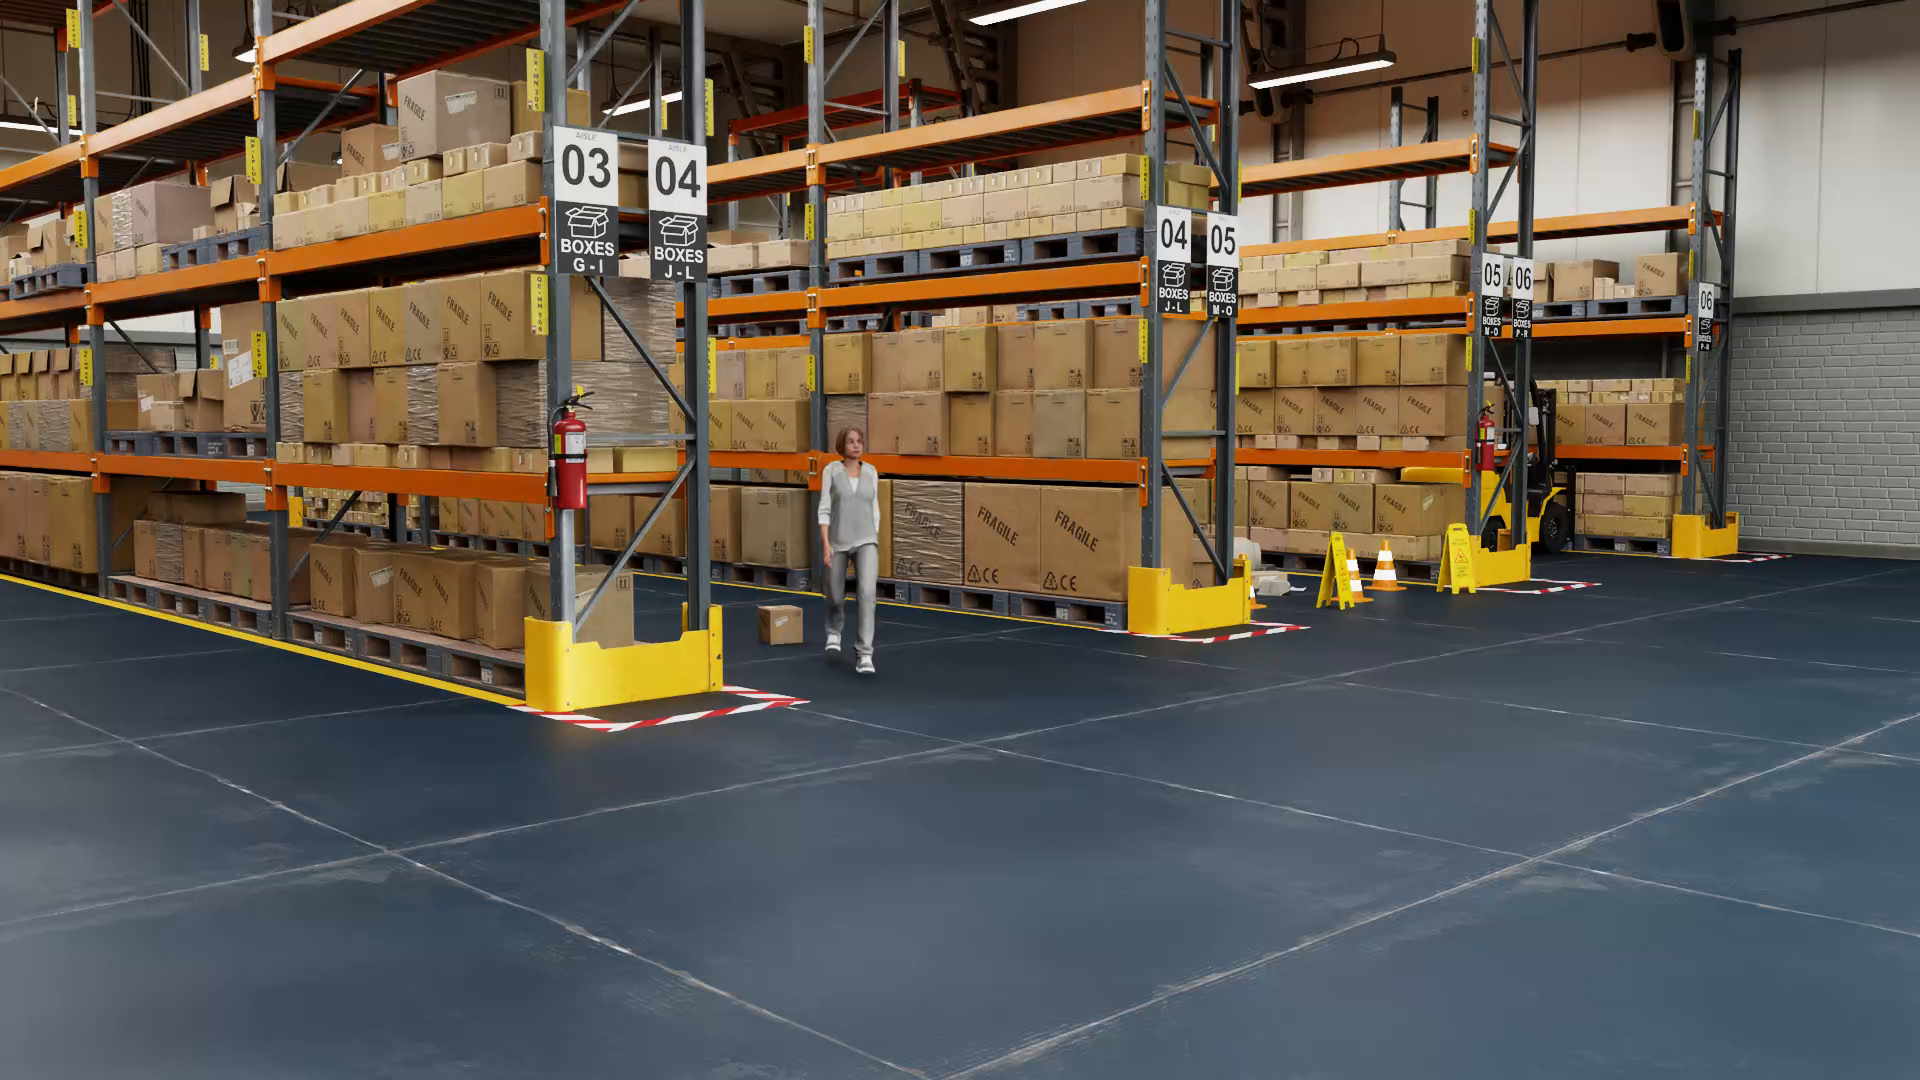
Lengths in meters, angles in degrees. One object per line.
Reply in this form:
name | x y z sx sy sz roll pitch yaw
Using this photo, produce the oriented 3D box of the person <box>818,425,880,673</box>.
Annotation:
person | -0.710 0.043 10.661 0.413 1.531 0.929 -1 4 -10
